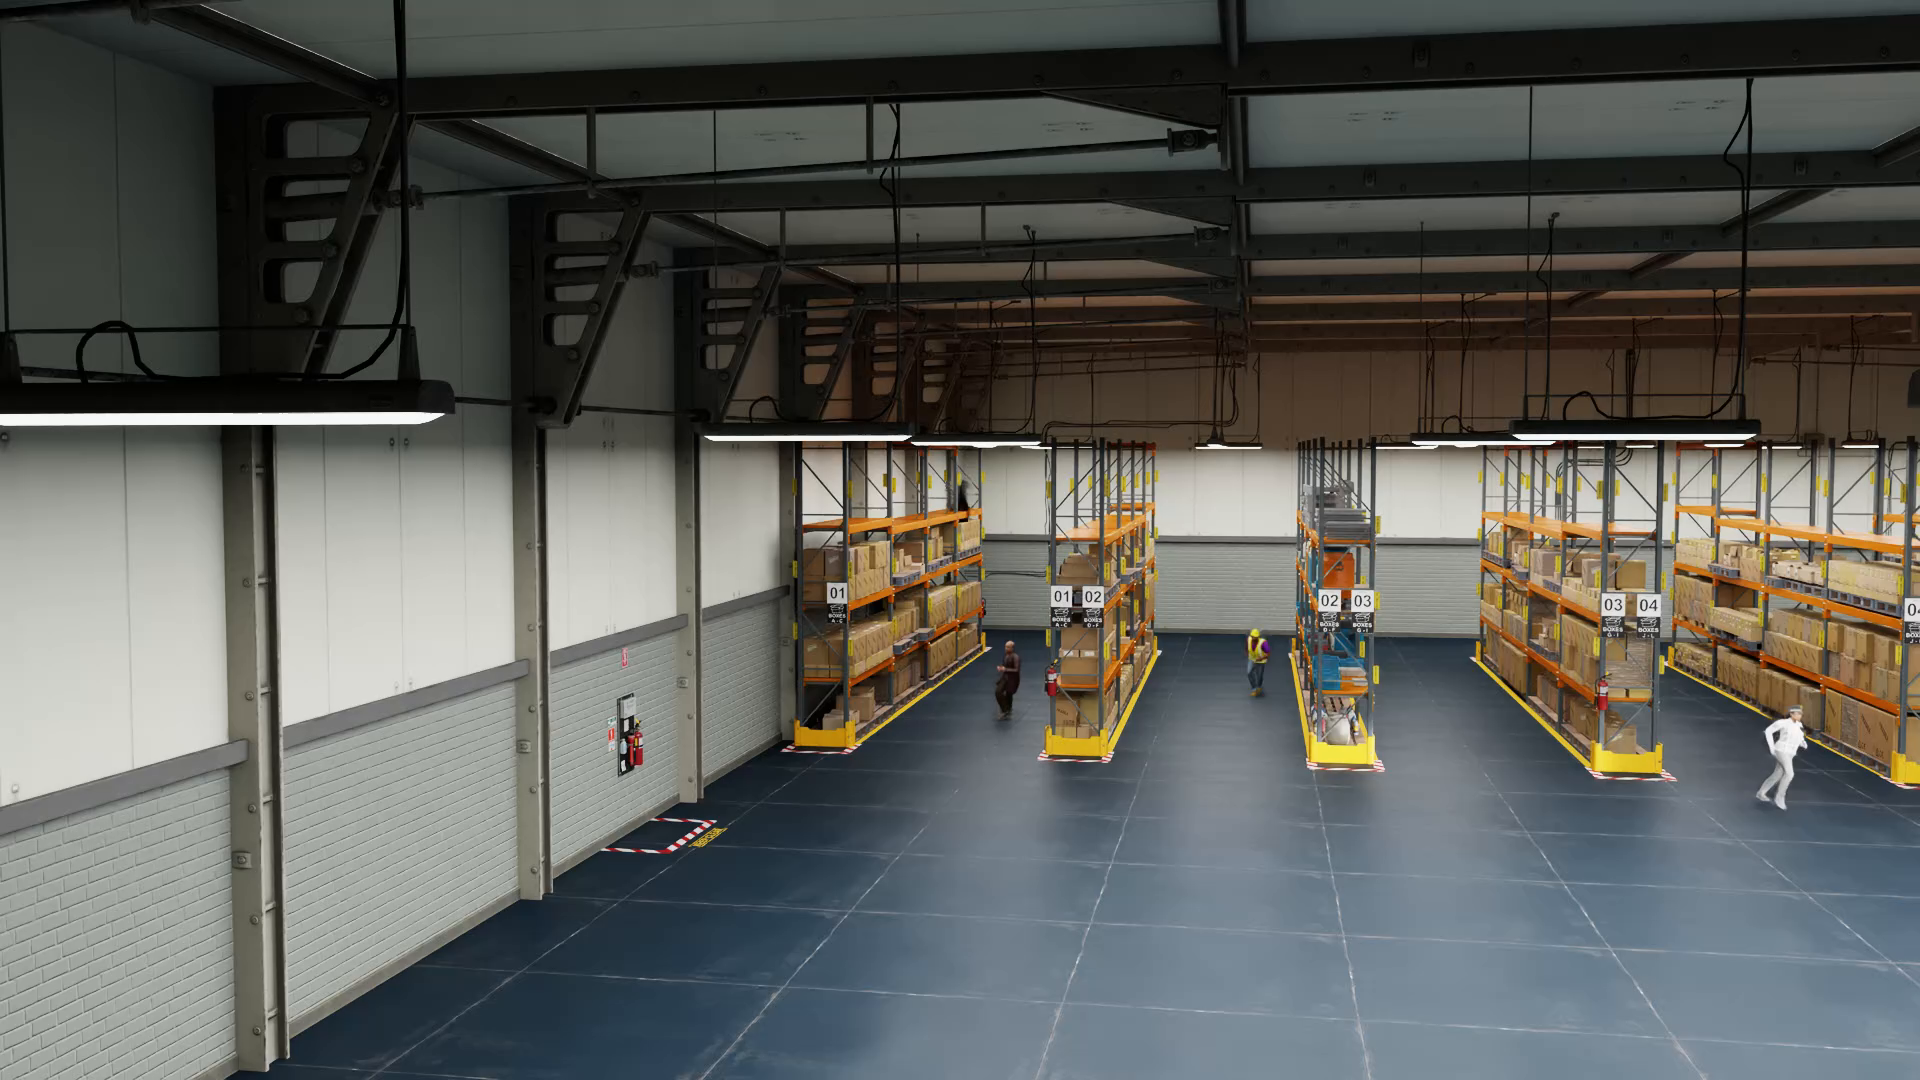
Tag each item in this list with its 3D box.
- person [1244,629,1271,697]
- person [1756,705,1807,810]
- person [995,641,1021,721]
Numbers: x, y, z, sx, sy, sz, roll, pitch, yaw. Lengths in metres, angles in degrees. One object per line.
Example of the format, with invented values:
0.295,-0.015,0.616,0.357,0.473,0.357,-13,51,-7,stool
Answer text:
6.988,2.839,39.017,0.714,1.595,1.079,1,3,24,person
13.273,3.466,26.830,0.728,1.637,0.750,-2,3,-27,person
1.032,2.979,35.464,0.833,1.689,0.754,3,4,40,person
